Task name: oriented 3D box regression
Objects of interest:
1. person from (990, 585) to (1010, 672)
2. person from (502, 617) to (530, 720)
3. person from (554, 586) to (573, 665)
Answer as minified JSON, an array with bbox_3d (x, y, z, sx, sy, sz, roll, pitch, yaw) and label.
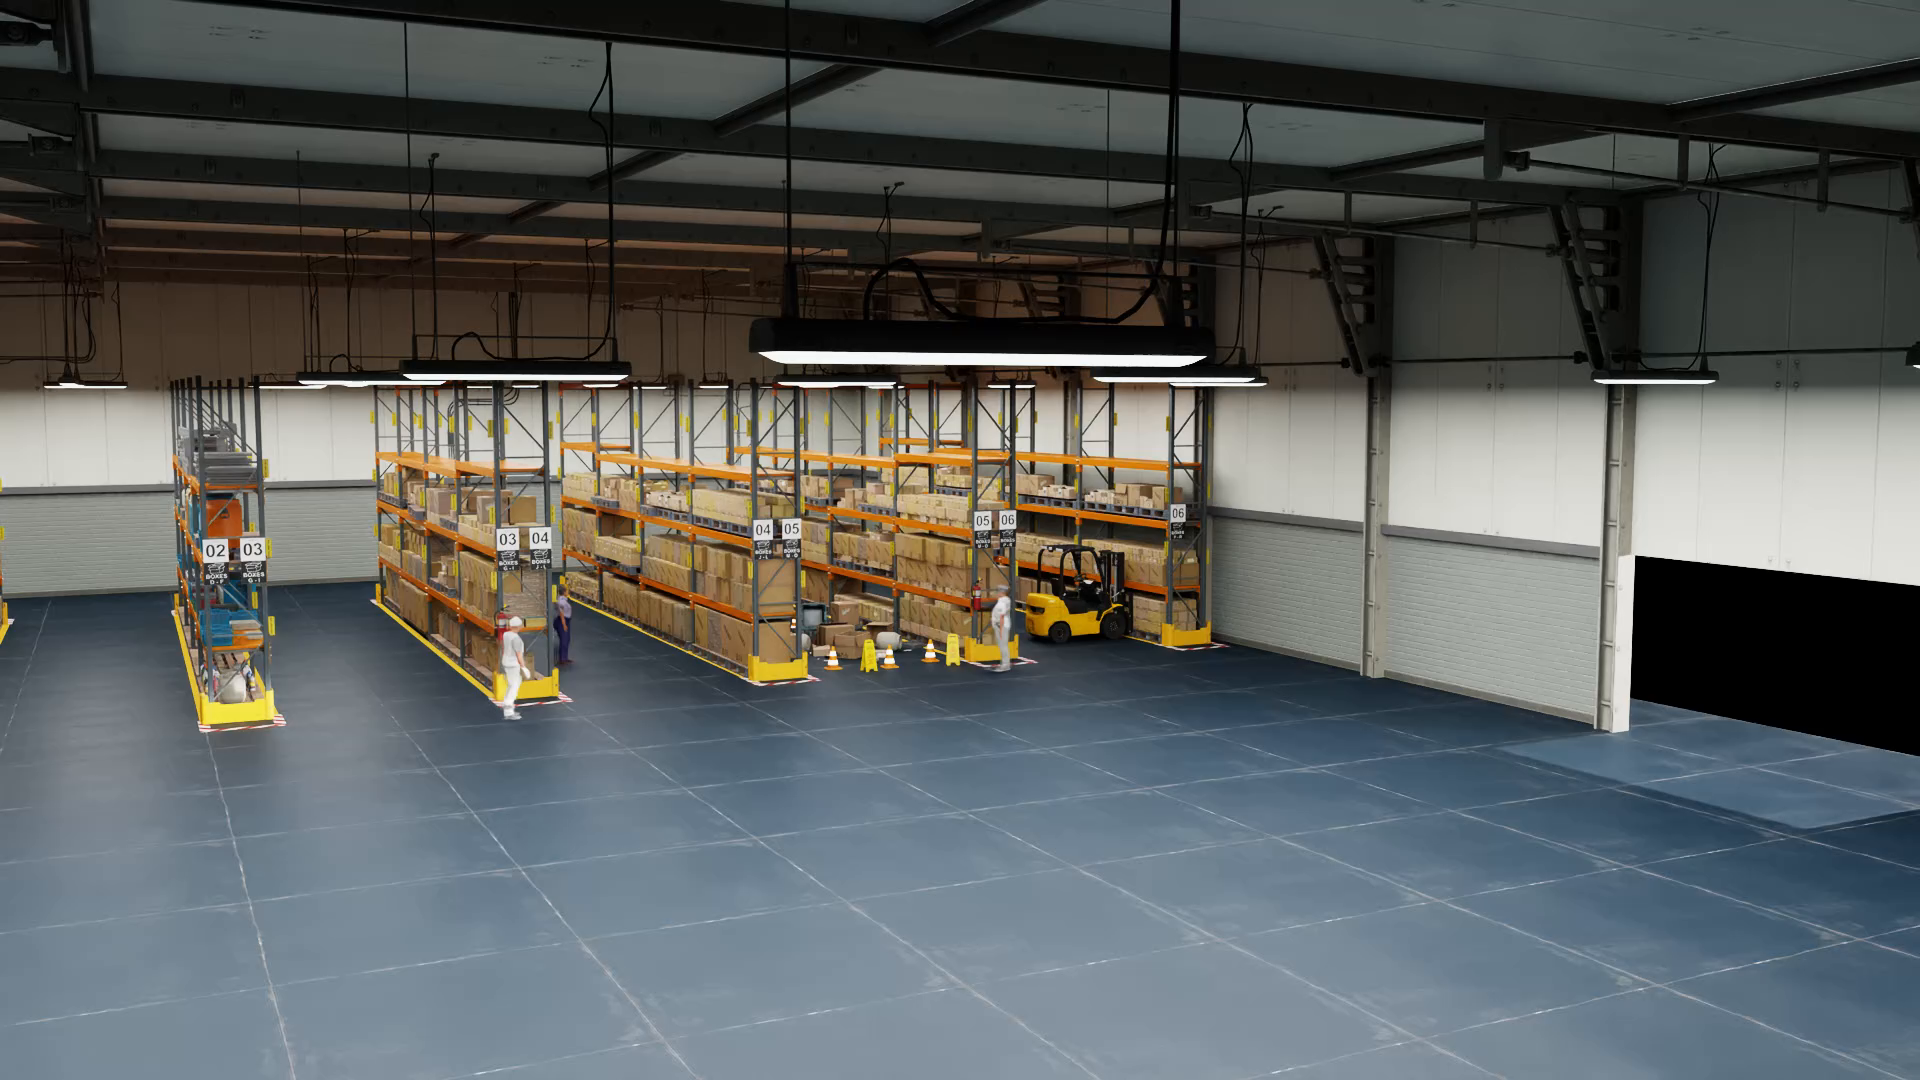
[{"bbox_3d":[0.833,1.816,34.164,0.410,1.802,0.557,0,5,4],"label":"person"},{"bbox_3d":[-7.825,2.248,29.195,0.454,1.811,0.684,-2,6,-26],"label":"person"},{"bbox_3d":[-8.373,1.823,35.136,0.378,1.721,0.553,0,5,-5],"label":"person"}]
